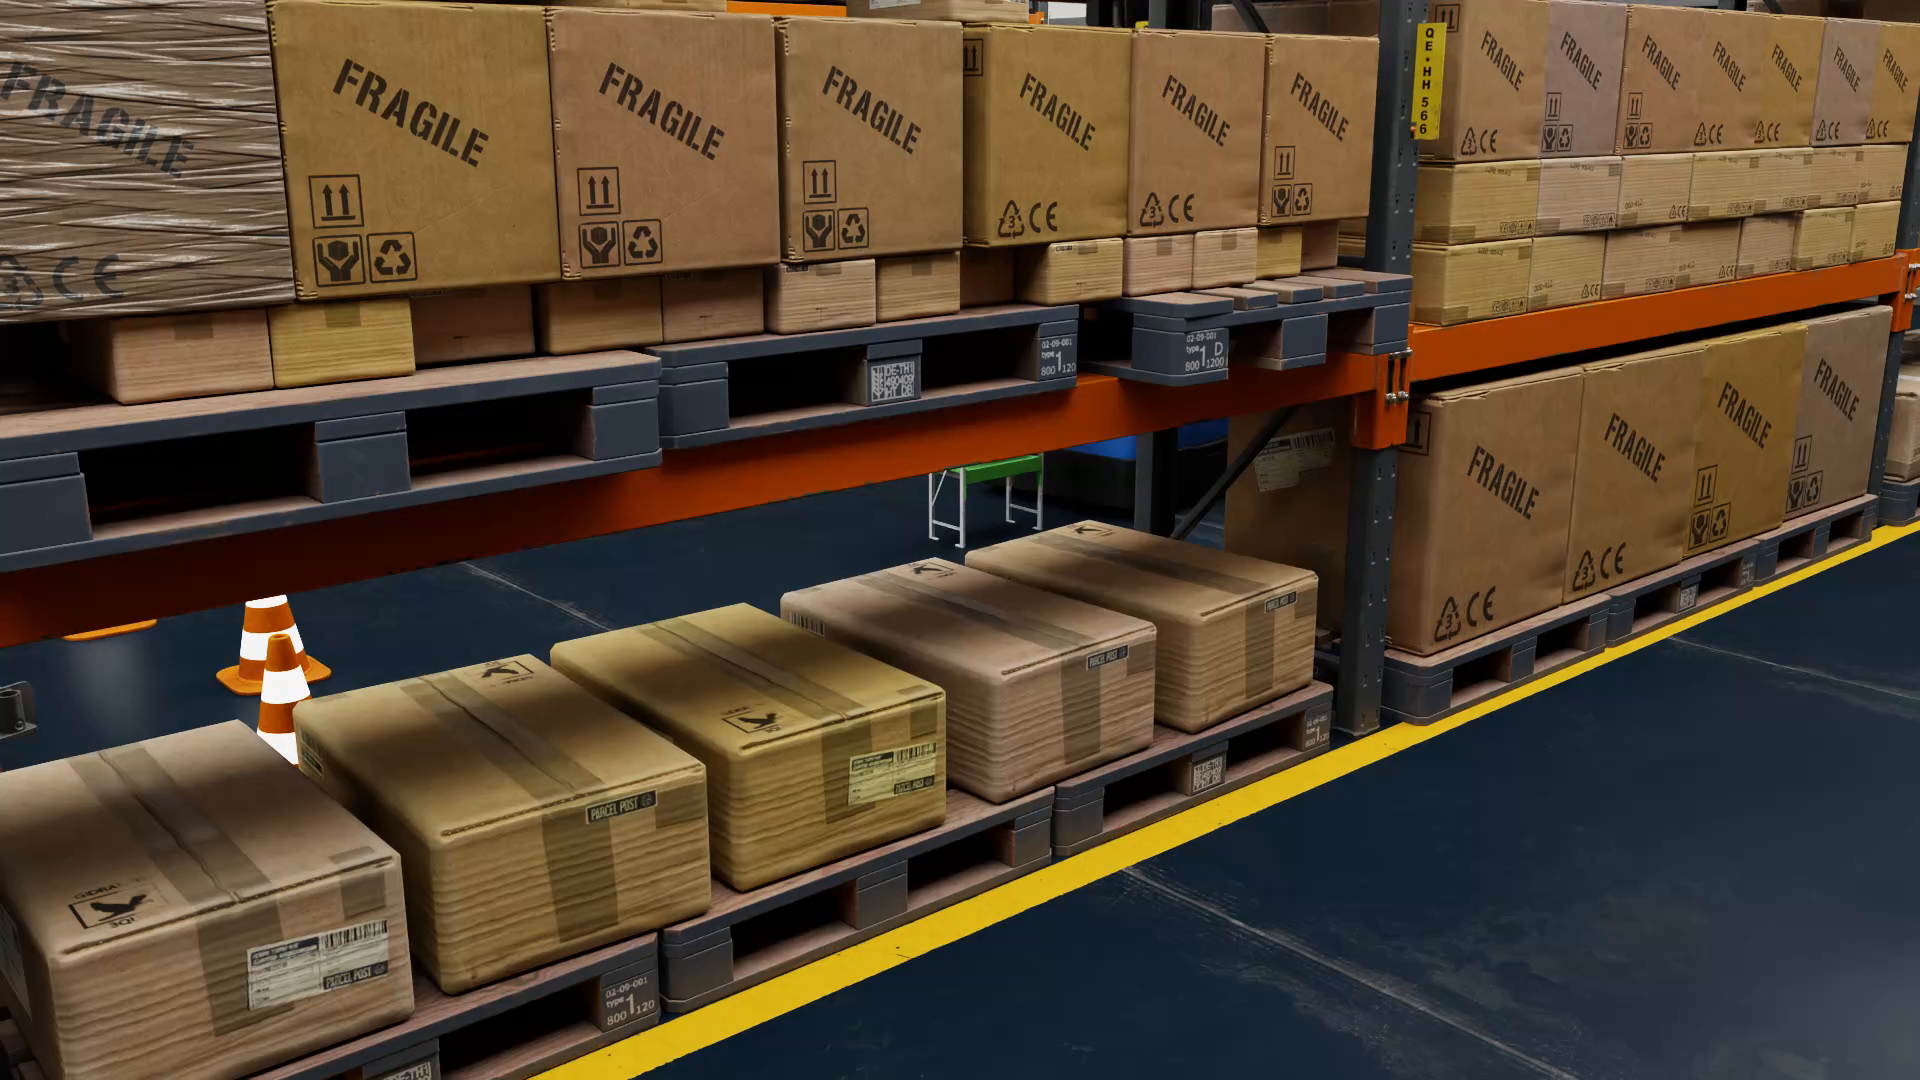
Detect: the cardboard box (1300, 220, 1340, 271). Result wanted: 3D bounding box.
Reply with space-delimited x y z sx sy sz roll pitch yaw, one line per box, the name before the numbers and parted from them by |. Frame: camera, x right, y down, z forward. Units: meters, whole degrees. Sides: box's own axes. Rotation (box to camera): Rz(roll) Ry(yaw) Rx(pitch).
cardboard box | 0.901 -0.894 4.958 0.250 0.149 0.380 -12 19 -37

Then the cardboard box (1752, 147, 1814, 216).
cardboard box | 3.079 -1.464 6.738 0.500 0.250 0.500 -12 19 -38

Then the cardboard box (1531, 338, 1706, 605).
cardboard box | 2.245 -0.341 6.519 0.875 0.875 0.875 -12 19 -39

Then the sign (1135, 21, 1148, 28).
sign | 0.627 -1.581 5.612 0.005 0.325 0.100 -13 19 -39

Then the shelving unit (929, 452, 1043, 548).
shelving unit | 0.125 -0.608 7.700 0.503 1.200 0.258 -13 19 -39

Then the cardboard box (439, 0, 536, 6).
cardboard box | -1.121 -1.237 3.728 0.250 0.149 0.380 -14 20 -42

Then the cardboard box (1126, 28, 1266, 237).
cardboard box | 0.450 -1.088 4.427 0.500 0.500 0.500 -13 20 -40

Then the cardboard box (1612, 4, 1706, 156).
cardboard box | 2.294 -1.652 5.990 0.500 0.500 0.500 -12 19 -38

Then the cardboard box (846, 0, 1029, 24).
cardboard box | -0.056 -1.290 3.926 0.250 0.149 0.380 -14 20 -42

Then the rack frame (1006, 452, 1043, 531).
rack frame | 0.309 -0.649 7.855 0.015 1.200 0.240 -13 19 -39

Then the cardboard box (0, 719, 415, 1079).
cardboard box | -1.630 0.741 3.441 0.625 0.372 0.950 -12 19 -39

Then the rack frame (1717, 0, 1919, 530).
rack frame | 4.011 -1.591 7.896 0.127 3.000 1.000 -13 19 -39

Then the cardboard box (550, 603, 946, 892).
cardboard box | -0.567 0.500 4.342 0.625 0.372 0.950 -12 19 -38

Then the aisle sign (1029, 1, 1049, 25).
aisle sign | 0.774 -5.408 17.147 0.004 0.787 0.394 -13 19 -39

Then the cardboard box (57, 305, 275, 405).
cardboard box | -1.400 -0.350 2.921 0.250 0.149 0.380 -12 19 -39

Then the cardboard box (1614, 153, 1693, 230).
cardboard box | 2.312 -1.290 6.089 0.500 0.250 0.500 -13 20 -40

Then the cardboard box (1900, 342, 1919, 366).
cardboard box | 5.230 -0.794 9.060 0.875 0.438 0.875 -13 20 -41

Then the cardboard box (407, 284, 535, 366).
cardboard box | -1.042 -0.453 3.308 0.250 0.149 0.380 -11 19 -36

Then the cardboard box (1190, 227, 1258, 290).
cardboard box | 0.585 -0.783 4.542 0.250 0.149 0.380 -13 20 -40

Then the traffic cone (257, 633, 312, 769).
traffic cone | -2.008 0.507 4.956 0.334 0.463 0.336 -13 19 -39

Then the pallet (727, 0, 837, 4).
pallet | -1.870 -5.064 15.254 1.213 0.211 1.003 -13 19 -39

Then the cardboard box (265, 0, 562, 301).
cardboard box | -1.105 -0.740 3.123 0.500 0.500 0.500 -13 19 -39

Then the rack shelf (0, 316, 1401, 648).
rack shelf | -0.515 -0.228 4.183 4.000 0.370 1.077 -13 19 -39

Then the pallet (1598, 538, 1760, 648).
pallet | 2.558 0.109 6.933 1.213 0.211 1.003 -13 19 -39

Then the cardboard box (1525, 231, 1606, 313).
cardboard box | 1.903 -0.966 5.844 0.500 0.250 0.500 -13 20 -41

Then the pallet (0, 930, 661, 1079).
pallet | -1.438 0.979 3.677 1.213 0.211 1.003 -13 19 -39

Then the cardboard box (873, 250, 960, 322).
cardboard box | -0.216 -0.616 3.917 0.250 0.149 0.380 -13 20 -41

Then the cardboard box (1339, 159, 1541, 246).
cardboard box | 1.538 -1.121 5.455 0.500 0.250 0.500 -13 20 -40

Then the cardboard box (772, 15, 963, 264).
cardboard box | -0.342 -0.910 3.760 0.500 0.500 0.500 -14 20 -42

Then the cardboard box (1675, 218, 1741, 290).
cardboard box | 2.673 -1.138 6.488 0.500 0.250 0.500 -13 19 -39

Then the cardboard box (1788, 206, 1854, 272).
cardboard box | 3.453 -1.308 7.125 0.500 0.250 0.500 -13 20 -40

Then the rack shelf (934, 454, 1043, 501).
rack shelf | 0.125 -0.314 7.779 0.480 0.148 0.258 -13 19 -39

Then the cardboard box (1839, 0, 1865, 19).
cardboard box | 4.305 -2.574 8.185 0.250 0.149 0.380 -12 19 -38

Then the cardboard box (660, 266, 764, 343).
cardboard box | -0.633 -0.530 3.596 0.250 0.149 0.380 -12 19 -39

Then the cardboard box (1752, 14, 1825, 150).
cardboard box | 3.058 -1.827 6.647 0.500 0.500 0.500 -12 19 -38

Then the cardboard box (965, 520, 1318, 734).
cardboard box | 0.561 0.247 5.293 0.625 0.372 0.950 -14 21 -43

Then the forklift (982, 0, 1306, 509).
forklift | 1.418 -1.870 9.071 1.130 2.935 3.031 12 19 38

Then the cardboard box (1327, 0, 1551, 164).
cardboard box | 1.526 -1.481 5.351 0.500 0.500 0.500 -14 20 -41

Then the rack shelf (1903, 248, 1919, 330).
rack shelf | 5.520 -1.583 9.257 4.000 0.370 1.077 -13 19 -39

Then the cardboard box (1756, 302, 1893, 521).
cardboard box | 3.596 -0.647 7.664 0.875 0.875 0.875 -12 19 -38

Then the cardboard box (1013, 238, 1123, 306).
cardboard box | 0.192 -0.693 4.204 0.250 0.149 0.380 -12 19 -38

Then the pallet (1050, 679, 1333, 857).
pallet | 0.403 0.565 5.224 1.213 0.211 1.003 -13 19 -39

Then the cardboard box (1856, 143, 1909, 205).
cardboard box | 3.838 -1.639 7.394 0.500 0.250 0.500 -13 20 -39

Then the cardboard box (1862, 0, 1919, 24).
cardboard box | 4.419 -2.439 7.681 0.250 0.149 0.380 -13 20 -40

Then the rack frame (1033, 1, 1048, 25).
rack frame | 0.523 -4.198 17.655 0.127 3.000 1.000 -13 19 -39

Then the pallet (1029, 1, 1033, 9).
pallet | -0.030 -5.477 16.801 1.213 0.211 1.003 -13 19 -39

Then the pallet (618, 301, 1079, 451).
pallet | -0.473 -0.478 4.098 1.213 0.211 1.003 -13 19 -39

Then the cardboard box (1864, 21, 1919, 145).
cardboard box | 3.839 -1.998 7.287 0.500 0.500 0.500 -12 19 -38

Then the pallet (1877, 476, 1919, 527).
pallet | 4.636 -0.358 8.681 1.213 0.211 1.003 -13 19 -39
